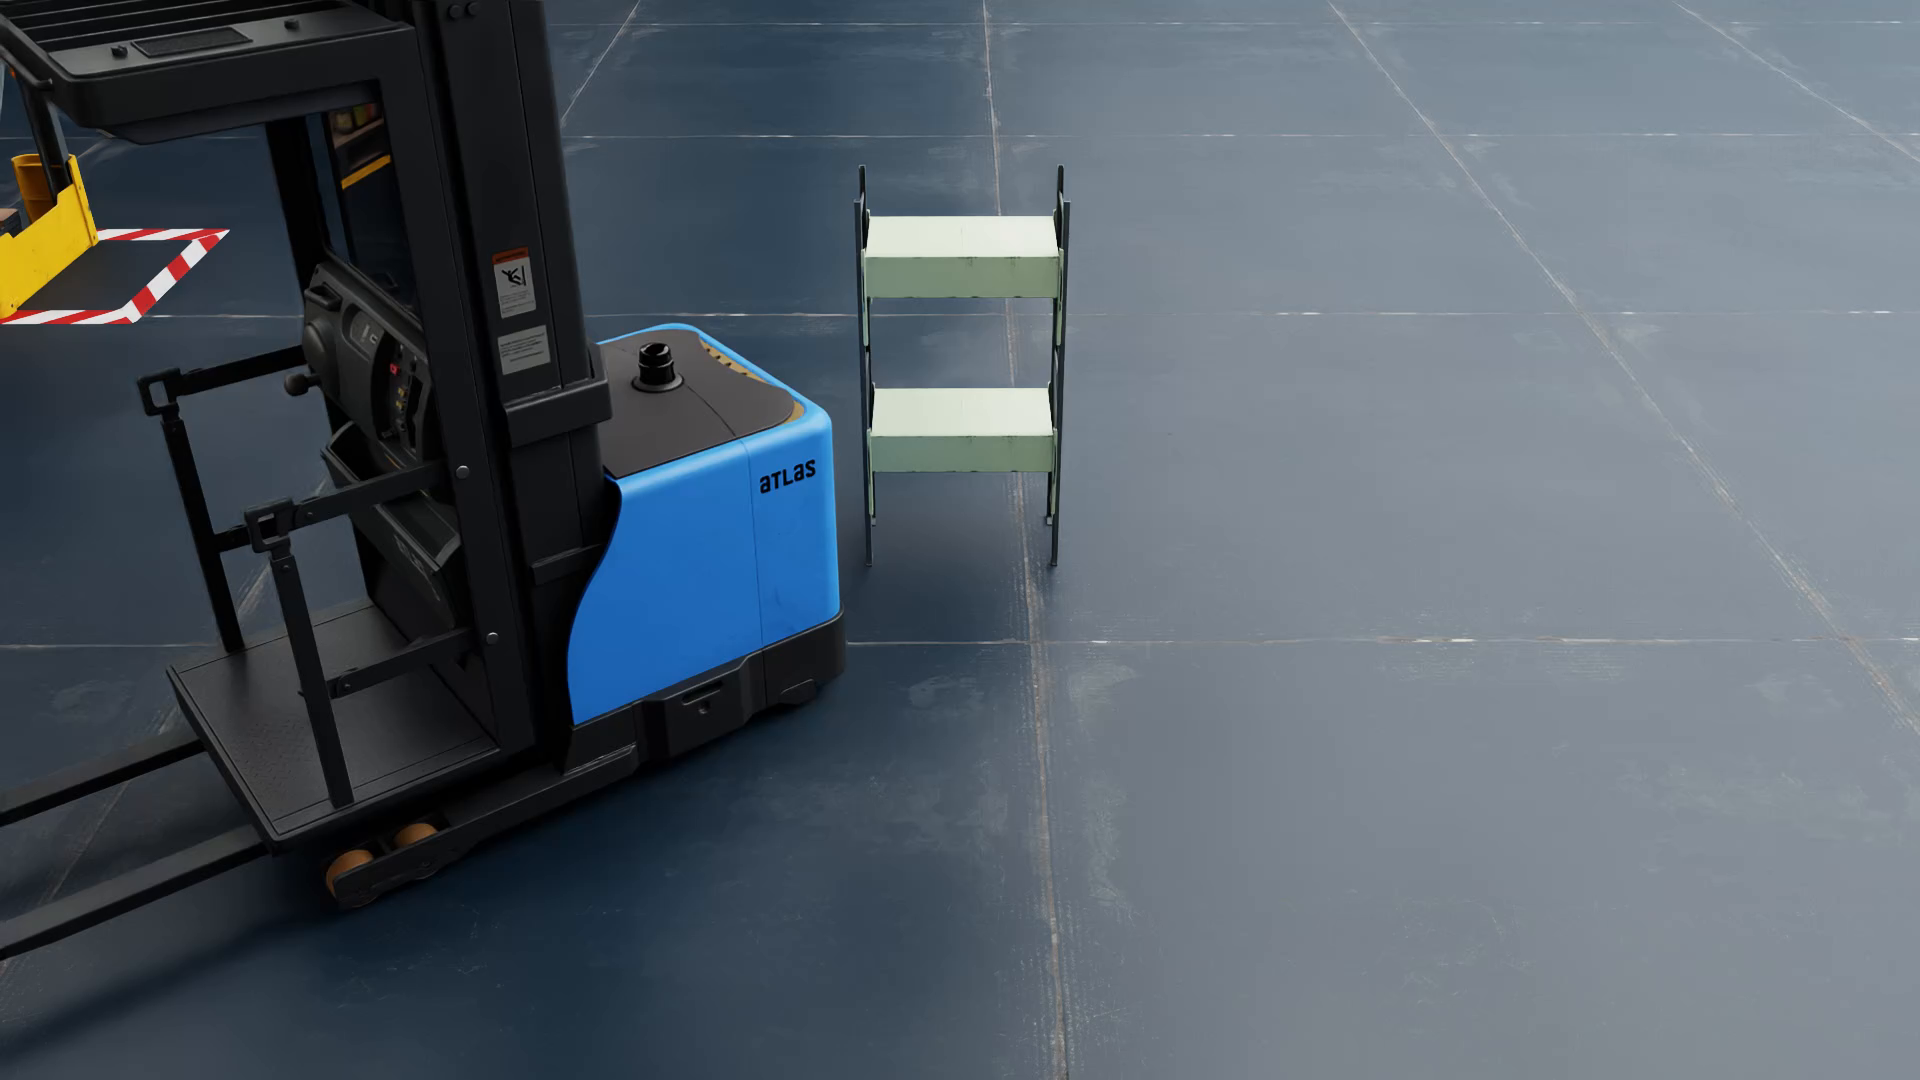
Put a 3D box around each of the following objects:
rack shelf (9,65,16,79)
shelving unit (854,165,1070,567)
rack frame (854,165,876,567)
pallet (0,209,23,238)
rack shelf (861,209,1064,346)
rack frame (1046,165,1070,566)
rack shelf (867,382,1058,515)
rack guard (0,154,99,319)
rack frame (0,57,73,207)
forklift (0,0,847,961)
[{"bbox_3d":[-7.055,-2.436,8.567,4.000,0.370,1.077,0,31,0],"label":"rack shelf"},{"bbox_3d":[0.007,-0.641,6.361,0.755,1.500,0.431,0,31,0],"label":"shelving unit"},{"bbox_3d":[-0.359,-0.640,6.359,0.023,1.500,0.400,0,31,0],"label":"rack frame"},{"bbox_3d":[-5.943,-1.533,9.074,1.213,0.211,1.003,0,31,0],"label":"pallet"},{"bbox_3d":[0.007,-0.975,6.159,0.720,0.370,0.431,0,31,0],"label":"rack shelf"},{"bbox_3d":[0.373,-0.642,6.363,0.023,1.500,0.400,0,31,0],"label":"rack frame"},{"bbox_3d":[0.007,-0.363,6.530,0.720,0.370,0.431,0,31,0],"label":"rack shelf"},{"bbox_3d":[-5.131,-1.657,8.999,0.348,0.500,1.175,0,31,0],"label":"rack guard"},{"bbox_3d":[-5.055,-2.750,8.391,0.127,3.000,1.000,0,31,0],"label":"rack frame"},{"bbox_3d":[-1.877,-0.472,4.703,3.031,2.935,1.130,-22,38,-32],"label":"forklift"}]
